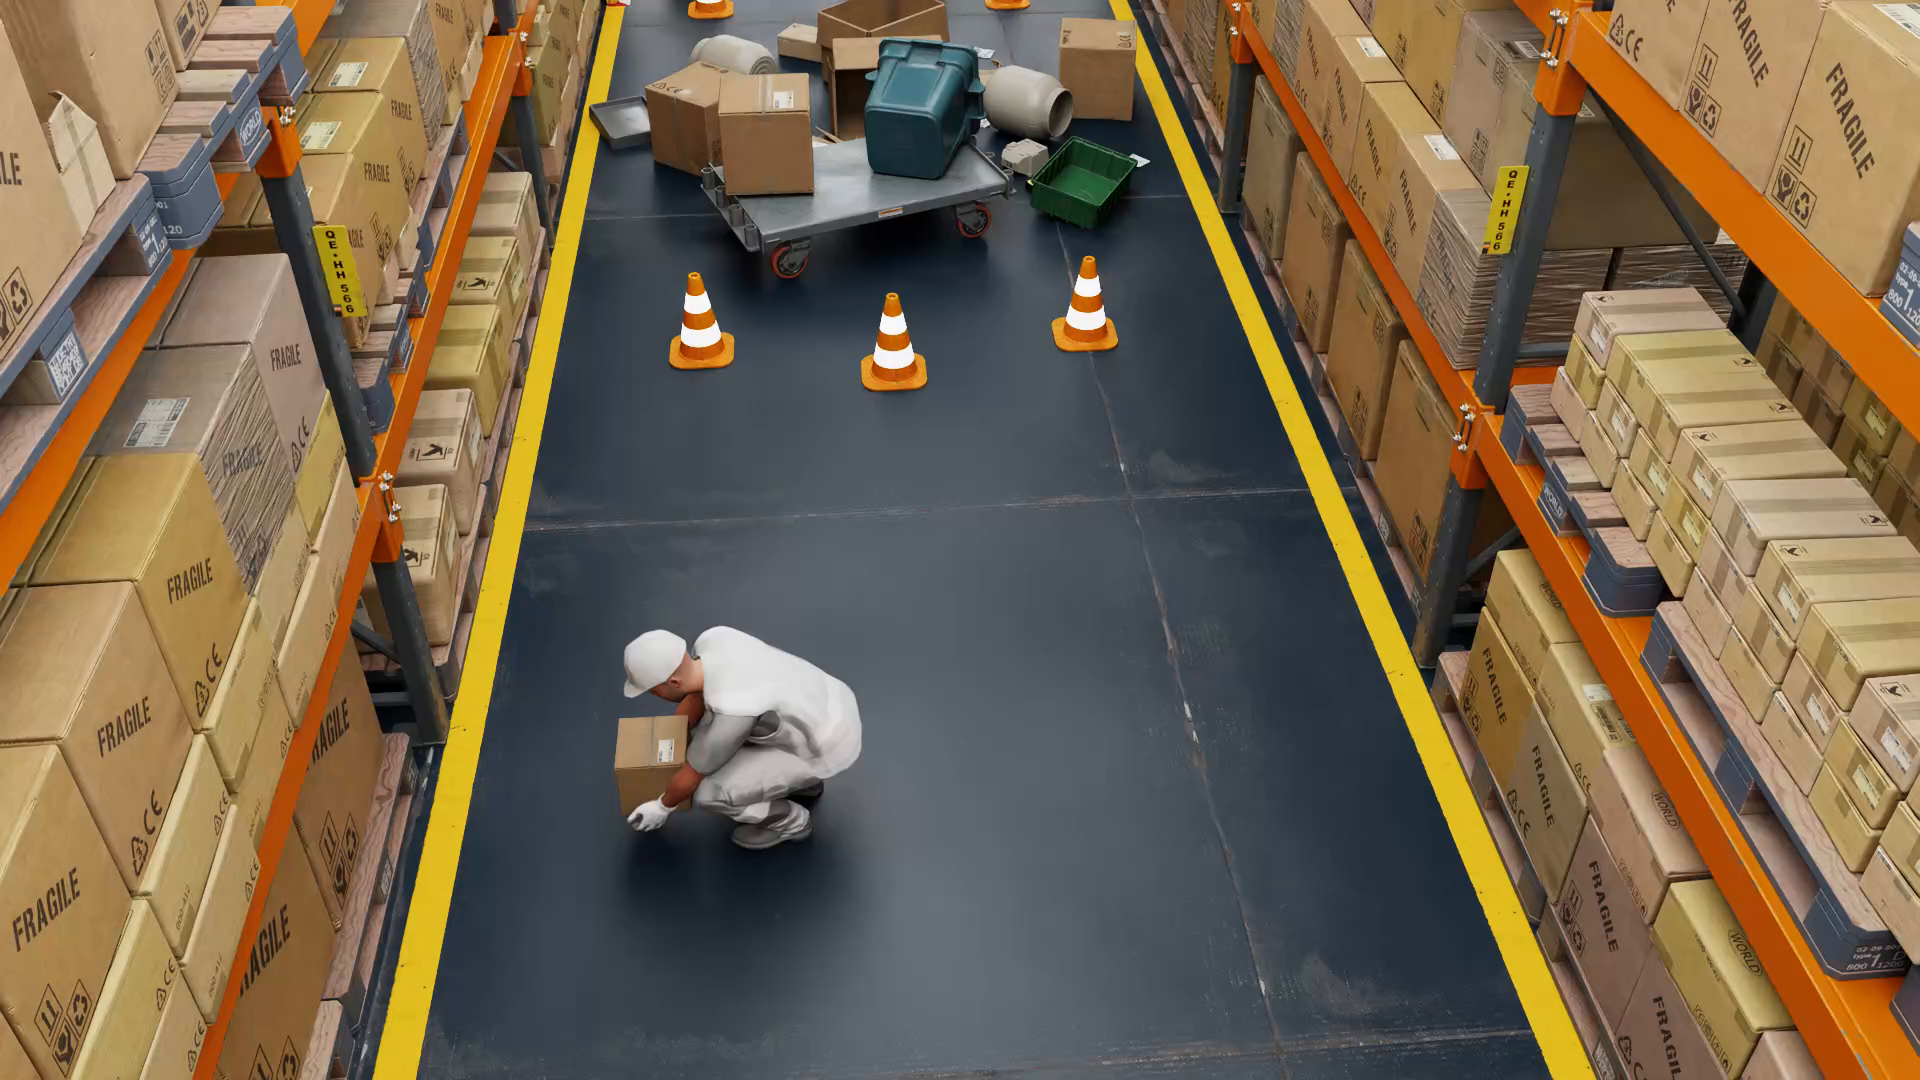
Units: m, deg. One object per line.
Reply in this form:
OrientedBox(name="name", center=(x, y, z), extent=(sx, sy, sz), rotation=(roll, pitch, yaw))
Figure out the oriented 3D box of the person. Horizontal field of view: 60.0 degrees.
OrientedBox(name="person", center=(-0.779, 0.663, 5.944), extent=(0.885, 1.001, 0.542), rotation=(-4, 39, -5))
